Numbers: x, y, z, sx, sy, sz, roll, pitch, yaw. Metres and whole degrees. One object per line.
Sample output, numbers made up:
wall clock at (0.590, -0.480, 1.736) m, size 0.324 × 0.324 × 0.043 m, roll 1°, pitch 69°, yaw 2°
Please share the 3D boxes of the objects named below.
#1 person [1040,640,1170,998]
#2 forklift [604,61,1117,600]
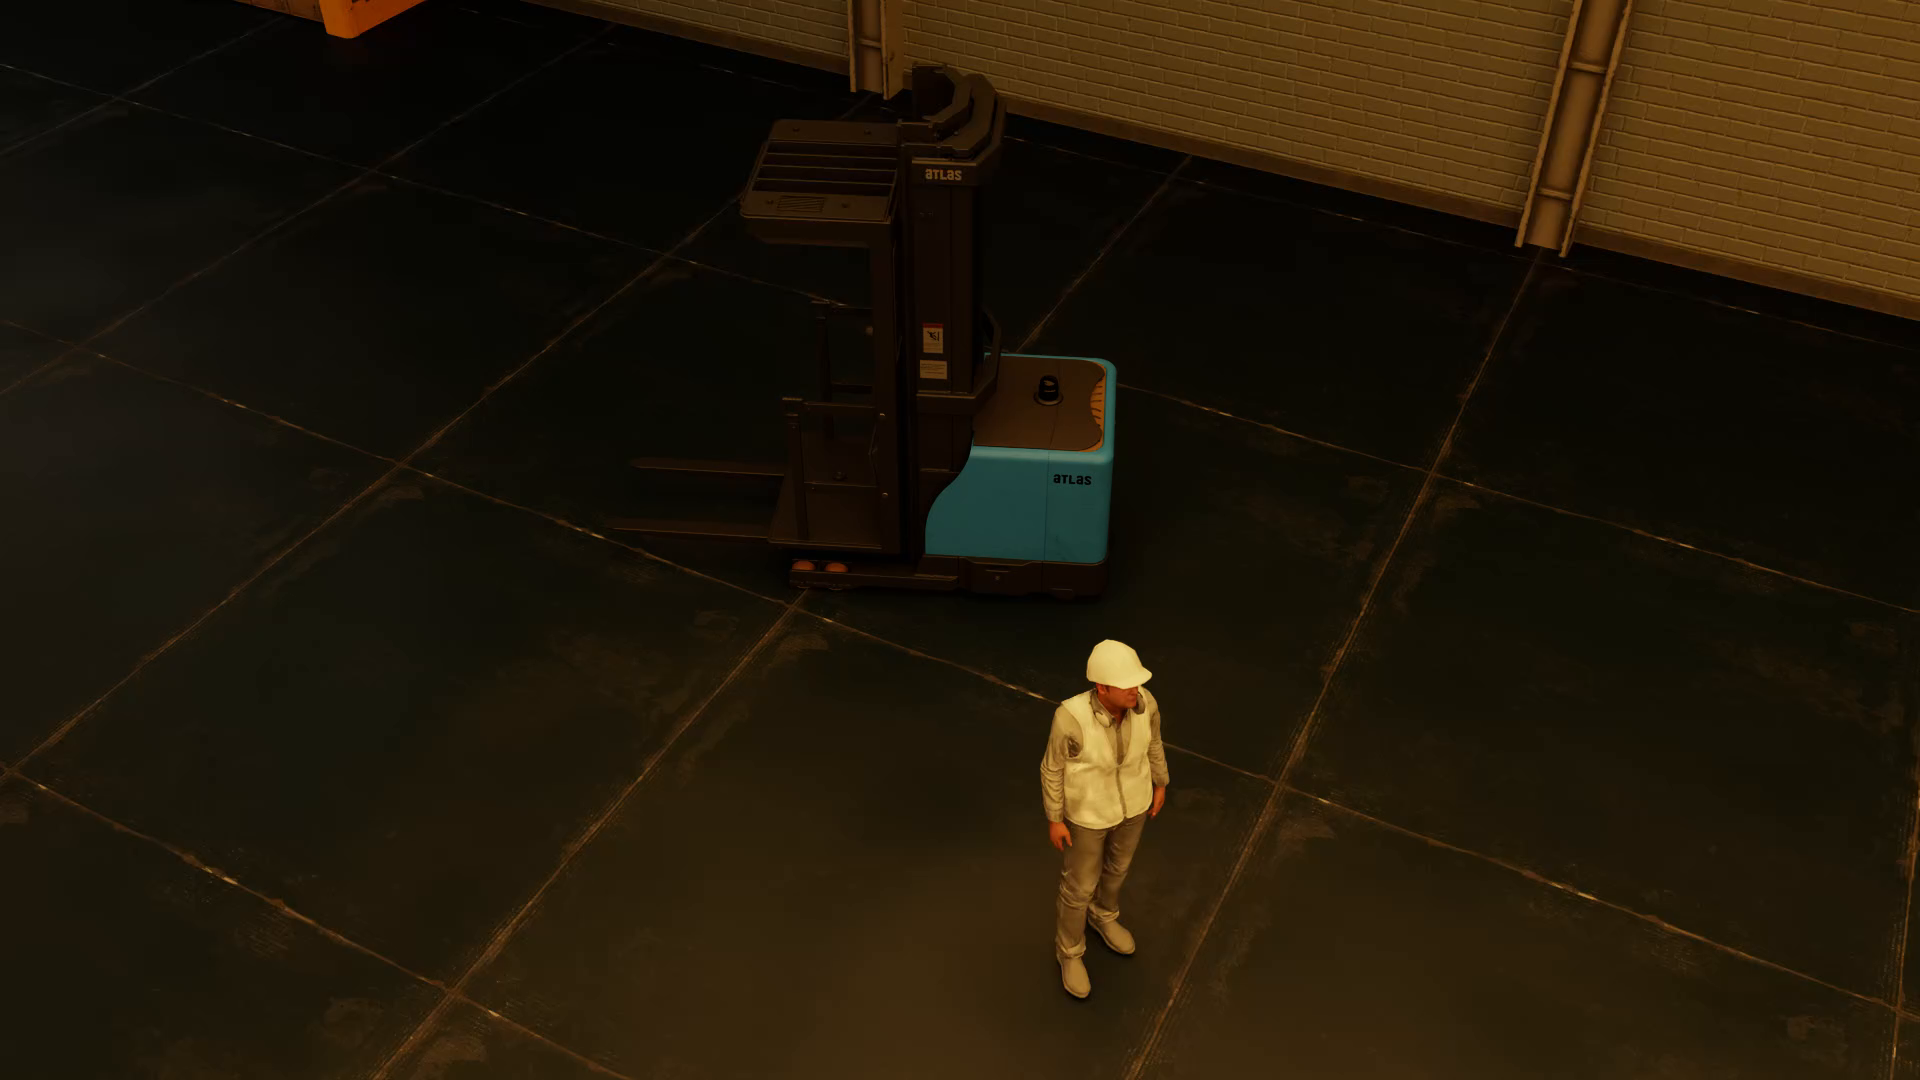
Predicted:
person at (0.680, 1.218, 7.427) m, size 0.634 × 1.775 × 0.566 m, roll -19°, pitch 44°, yaw -21°
forklift at (-0.606, -1.157, 9.360) m, size 3.031 × 2.935 × 1.130 m, roll 3°, pitch 40°, yaw 4°
